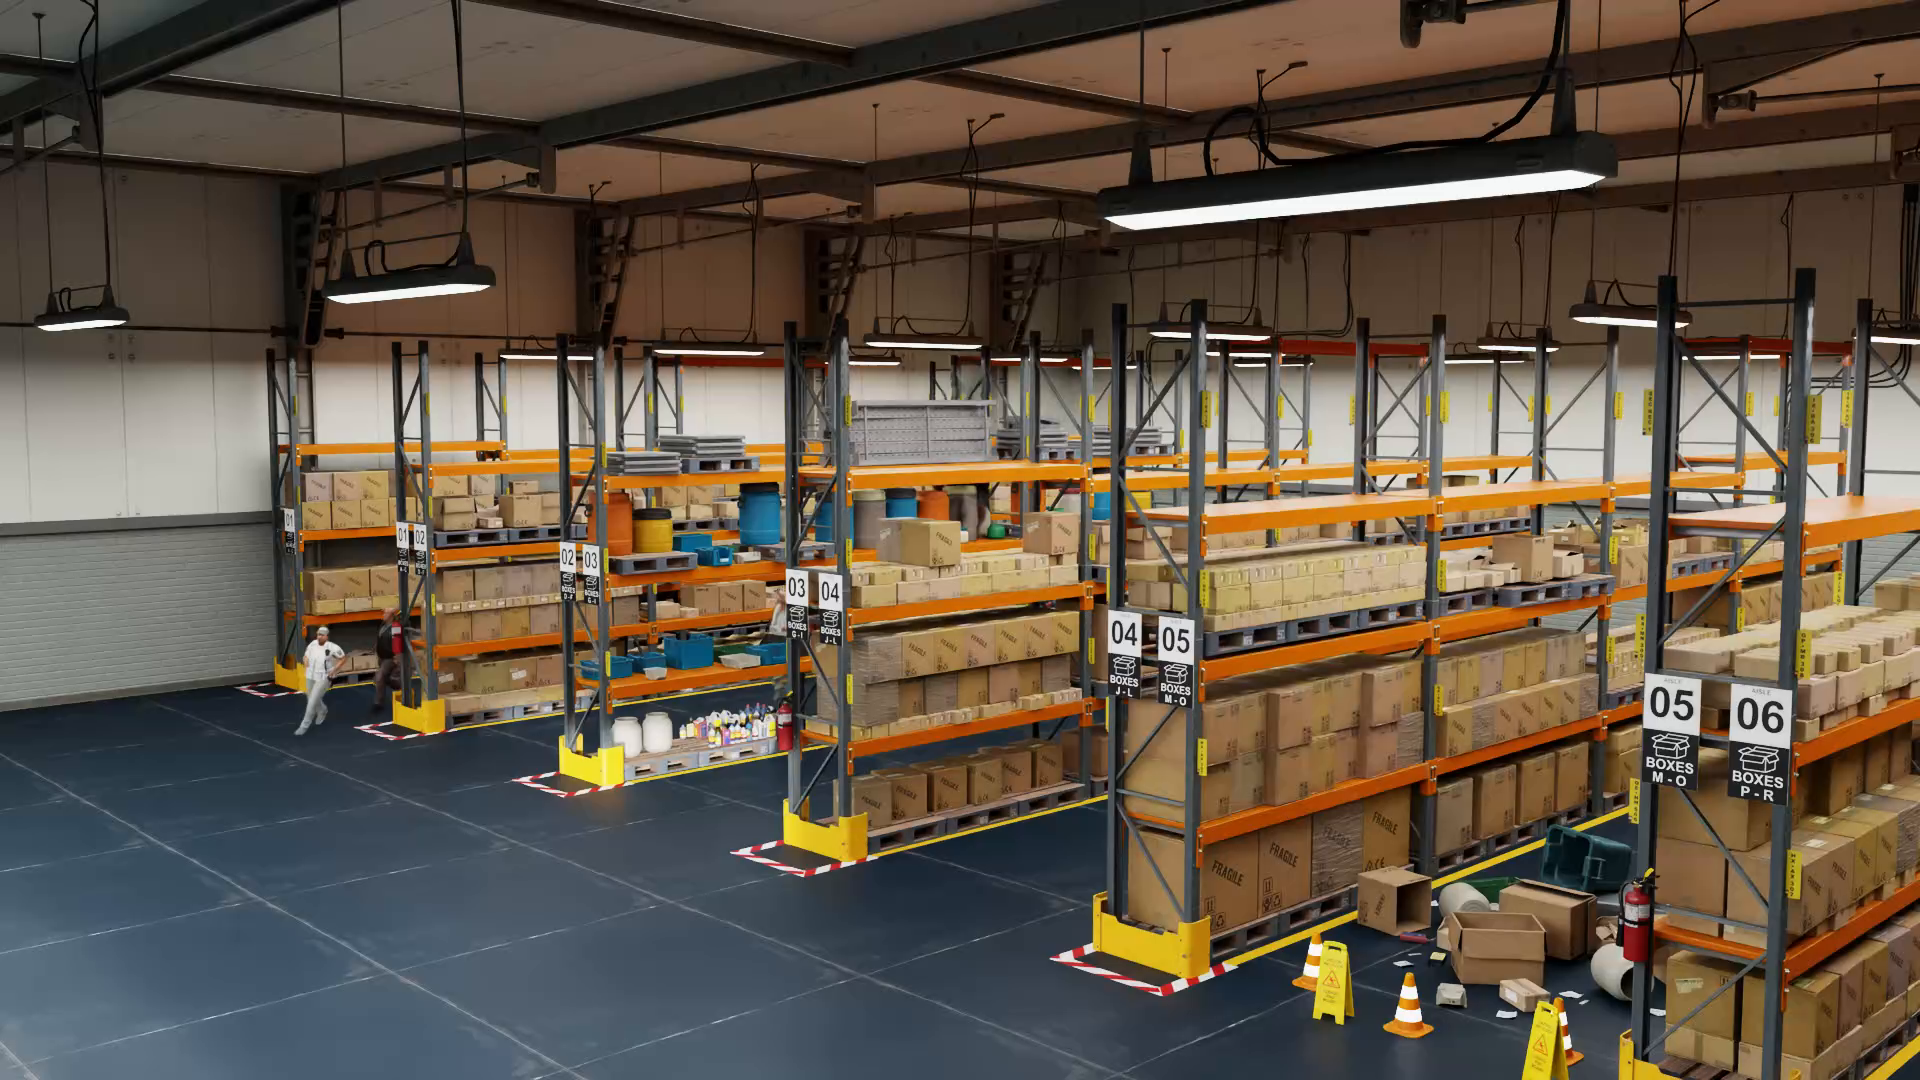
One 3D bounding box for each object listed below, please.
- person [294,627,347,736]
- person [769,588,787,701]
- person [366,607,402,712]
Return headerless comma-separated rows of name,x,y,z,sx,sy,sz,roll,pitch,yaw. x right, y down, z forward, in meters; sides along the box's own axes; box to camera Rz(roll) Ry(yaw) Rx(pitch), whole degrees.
person,-9.833,2.135,25.611,0.648,1.630,0.851,1,5,13
person,-2.873,1.684,26.737,0.641,1.837,0.690,4,6,35
person,-9.360,1.953,27.386,0.707,1.716,0.851,4,6,40
